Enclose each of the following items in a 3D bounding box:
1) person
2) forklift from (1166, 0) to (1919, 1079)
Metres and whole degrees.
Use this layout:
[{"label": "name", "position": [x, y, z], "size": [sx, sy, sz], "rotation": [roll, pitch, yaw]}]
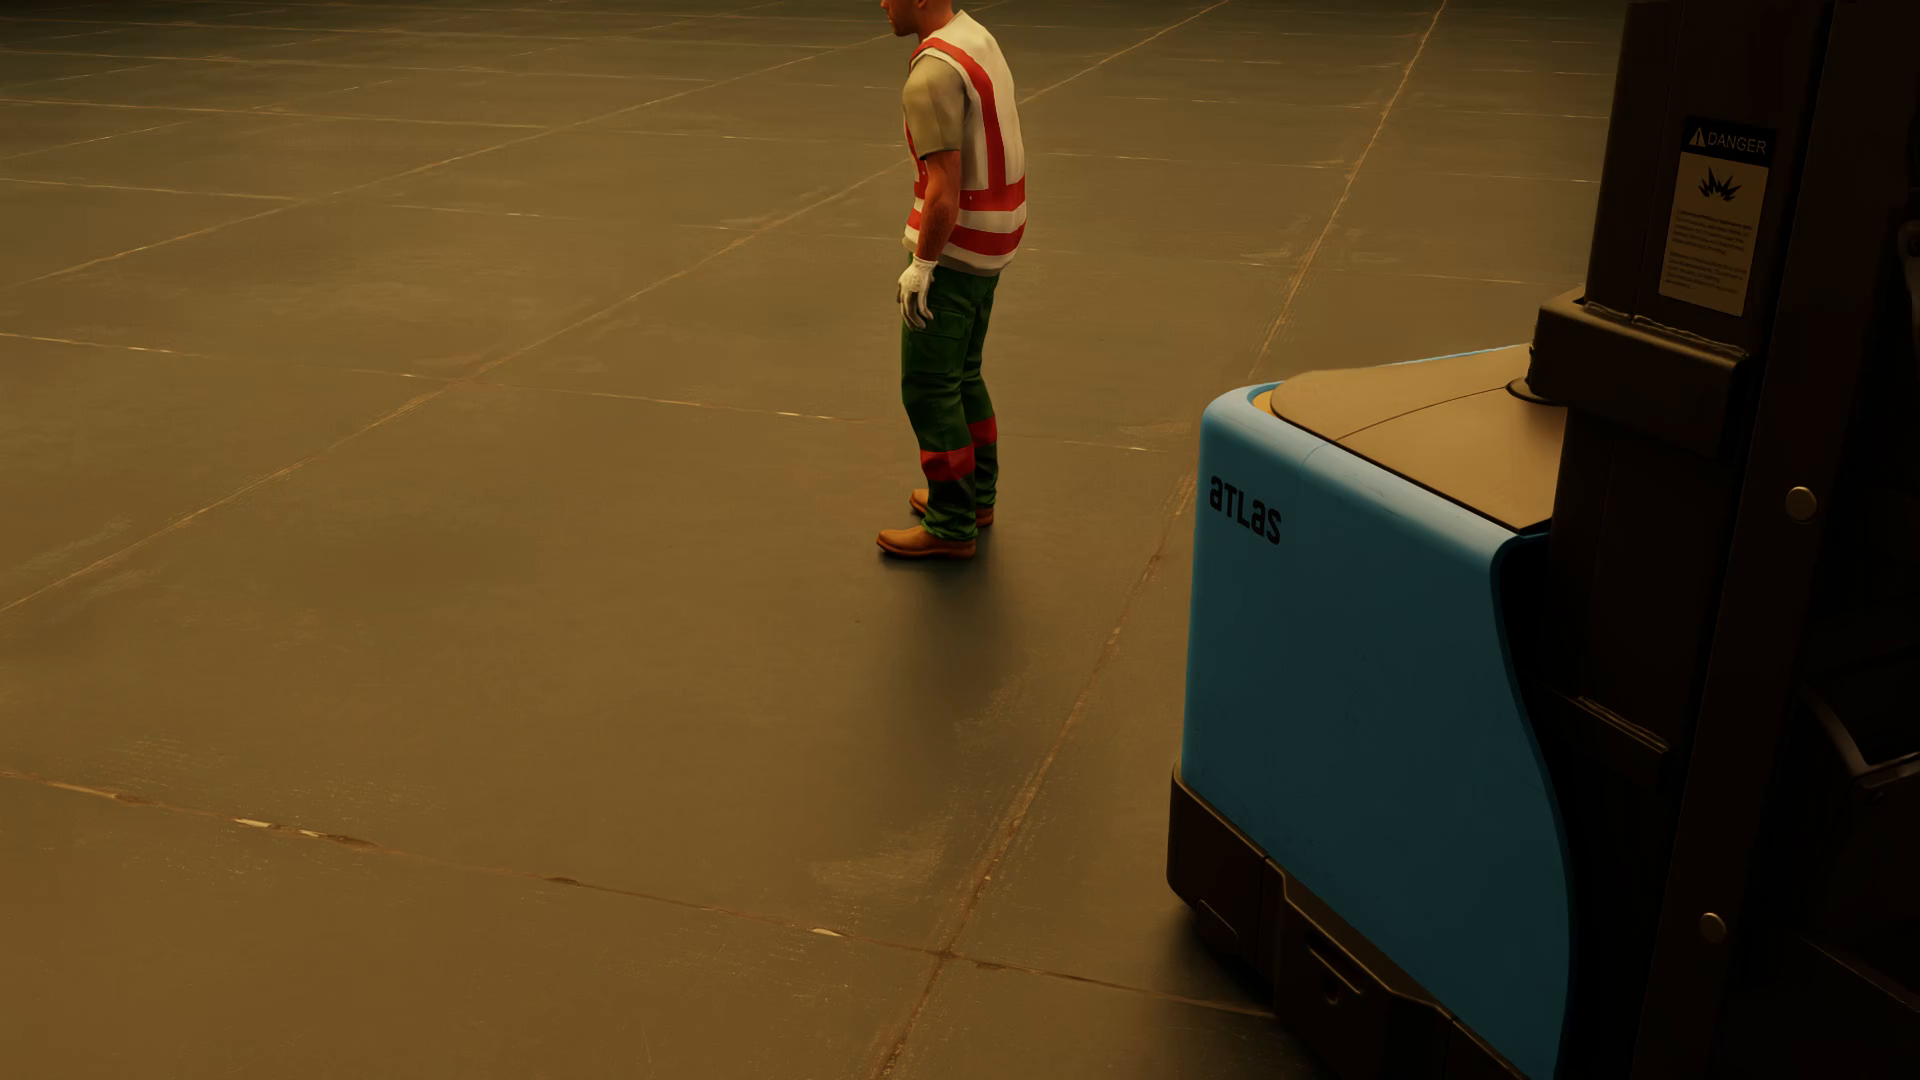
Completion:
[{"label": "person", "position": [-0.045, -0.822, 4.787], "size": [0.450, 1.778, 0.608], "rotation": [6, 23, 14]}, {"label": "forklift", "position": [1.500, -0.199, 1.761], "size": [1.130, 2.935, 3.031], "rotation": [-10, 25, -23]}]
